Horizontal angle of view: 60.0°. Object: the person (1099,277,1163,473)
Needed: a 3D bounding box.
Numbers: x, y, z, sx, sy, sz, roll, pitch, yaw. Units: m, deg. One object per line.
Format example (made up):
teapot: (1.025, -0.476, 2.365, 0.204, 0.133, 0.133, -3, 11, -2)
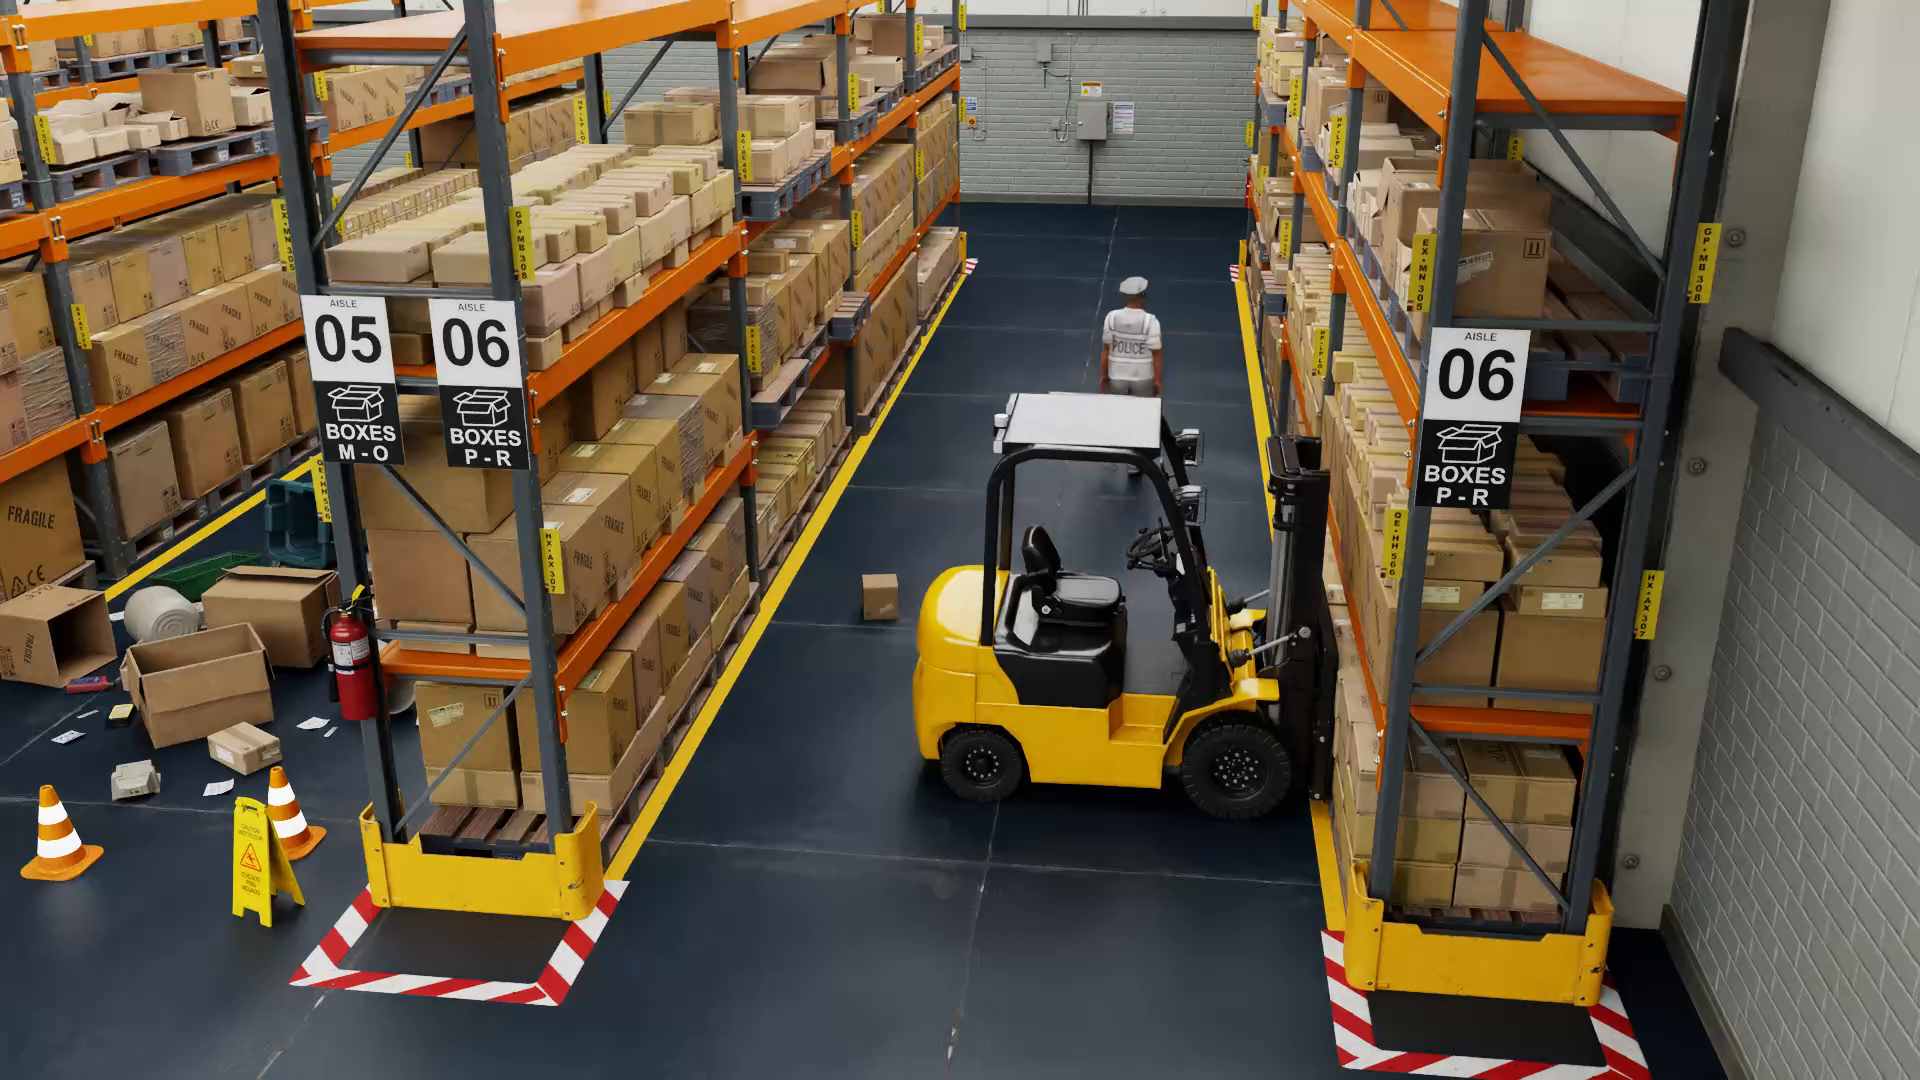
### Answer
person: (1.526, -1.461, 14.764, 0.569, 1.771, 0.495, 8, 23, 20)
